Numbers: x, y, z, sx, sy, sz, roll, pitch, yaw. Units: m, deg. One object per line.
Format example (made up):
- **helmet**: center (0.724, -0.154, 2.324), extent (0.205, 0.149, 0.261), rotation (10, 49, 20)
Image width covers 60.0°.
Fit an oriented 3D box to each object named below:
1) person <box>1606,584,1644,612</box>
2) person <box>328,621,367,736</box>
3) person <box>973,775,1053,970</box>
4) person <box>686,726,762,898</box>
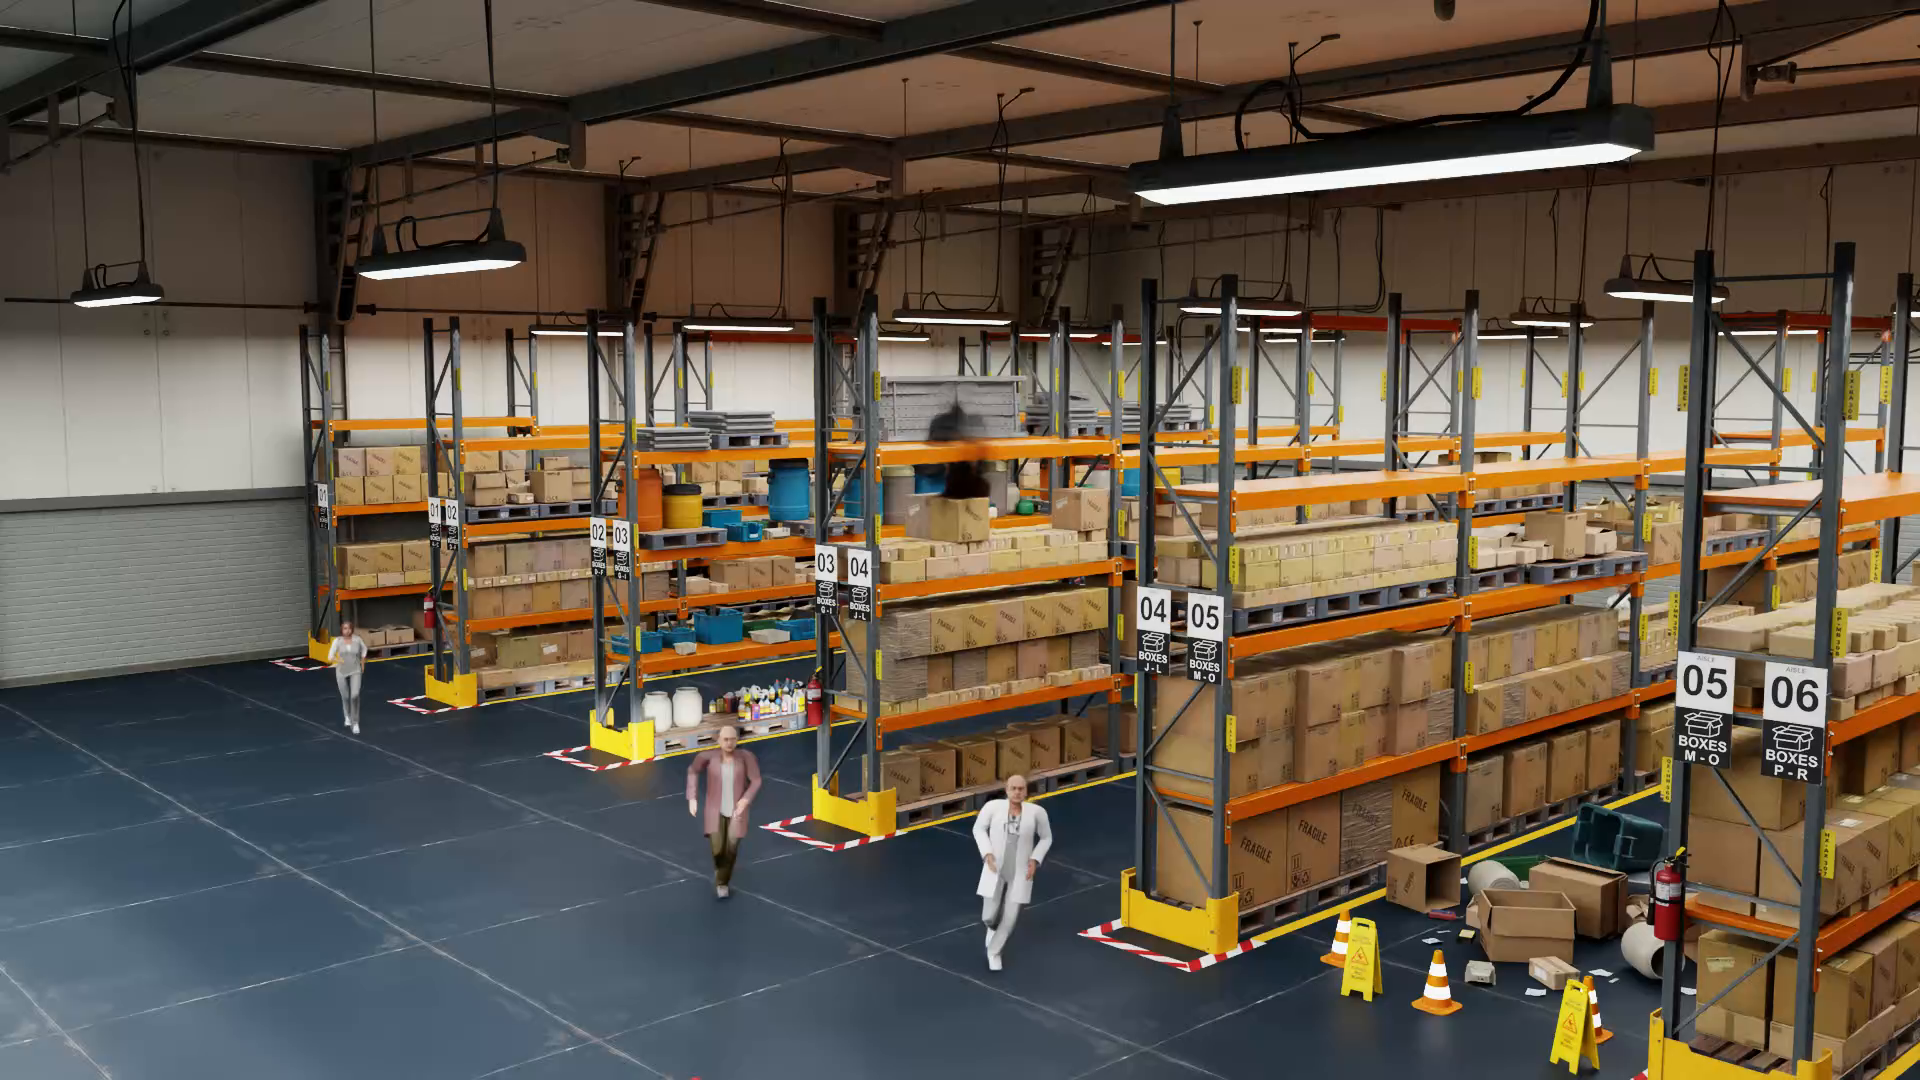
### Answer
- **person**: center (11.218, 1.491, 28.146), extent (0.580, 1.699, 0.736), rotation (4, 7, 34)
- **person**: center (-8.797, 1.965, 23.902), extent (0.526, 1.642, 0.726), rotation (-2, 6, -19)
- **person**: center (0.455, 2.866, 14.478), extent (0.697, 1.708, 0.653), rotation (1, 6, 6)
- **person**: center (-2.299, 2.706, 16.287), extent (0.724, 1.636, 0.614), rotation (-1, 6, -14)
